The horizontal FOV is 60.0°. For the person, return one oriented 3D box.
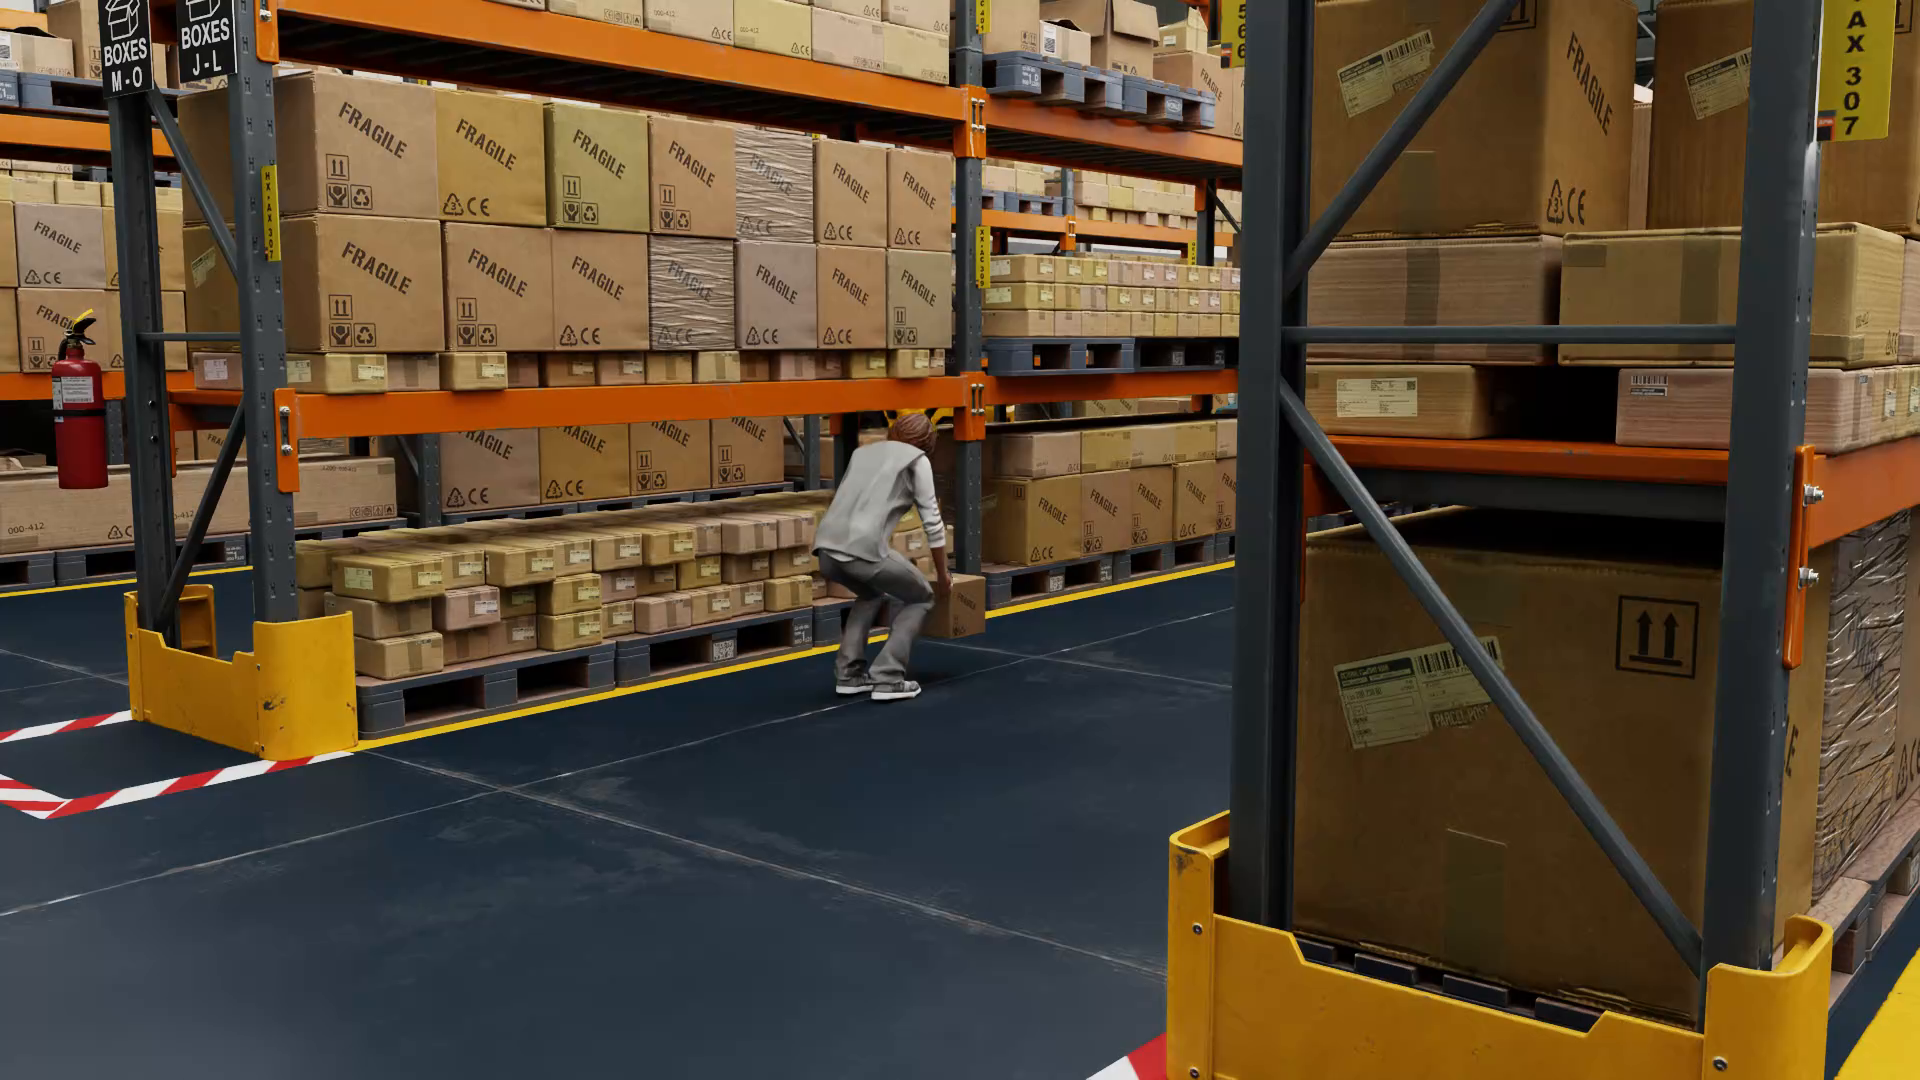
[{"bbox_3d":[-0.346,0.071,7.056,0.465,1.175,0.710,6,9,38],"label":"person"}]
